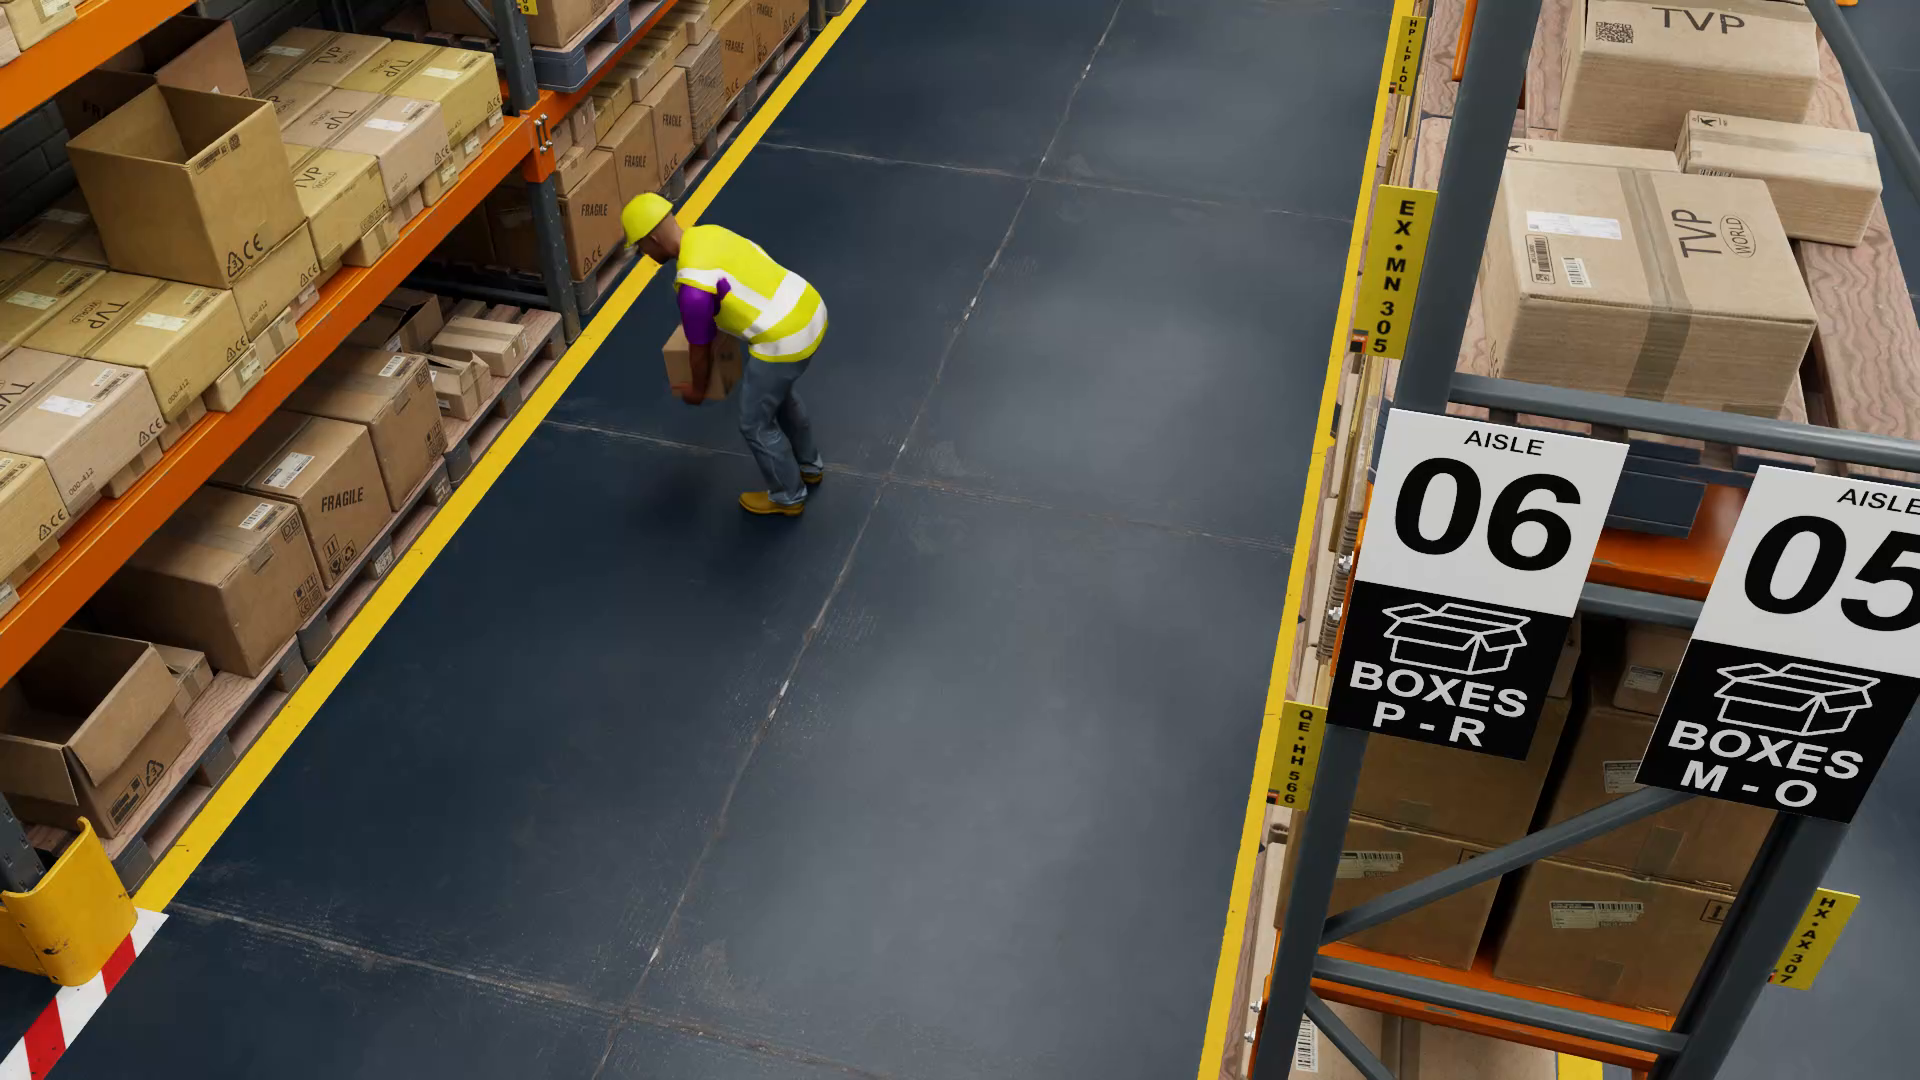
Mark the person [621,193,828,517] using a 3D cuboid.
[{"bbox_3d":[-1.003,-0.811,7.290,0.842,1.489,0.476,9,42,10],"label":"person"}]
